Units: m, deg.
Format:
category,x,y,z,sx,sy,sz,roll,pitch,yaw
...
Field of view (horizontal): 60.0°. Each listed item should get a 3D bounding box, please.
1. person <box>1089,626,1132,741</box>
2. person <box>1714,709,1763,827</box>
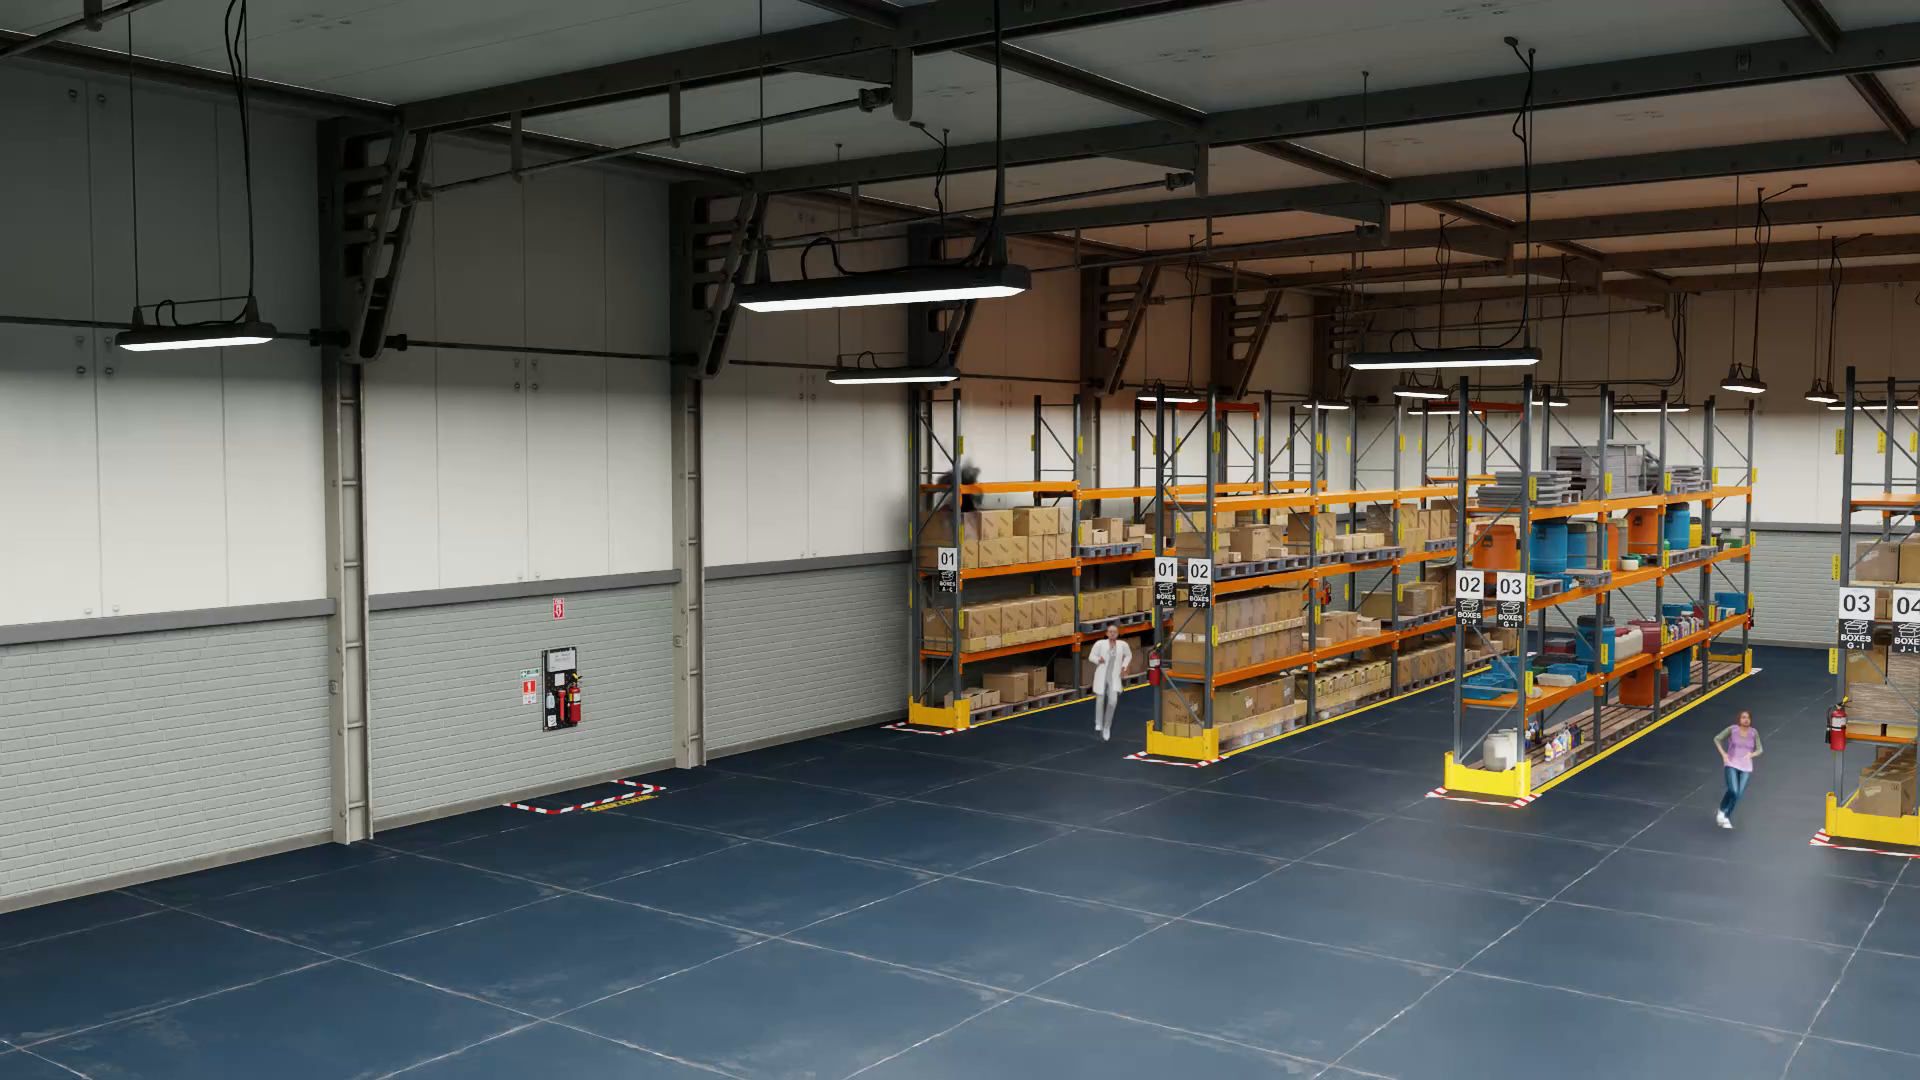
category,x,y,z,sx,sy,sz,roll,pitch,yaw
person,2.451,2.327,27.105,0.708,1.871,0.769,0,3,4
person,10.176,2.991,21.692,0.545,1.568,0.515,0,3,8
